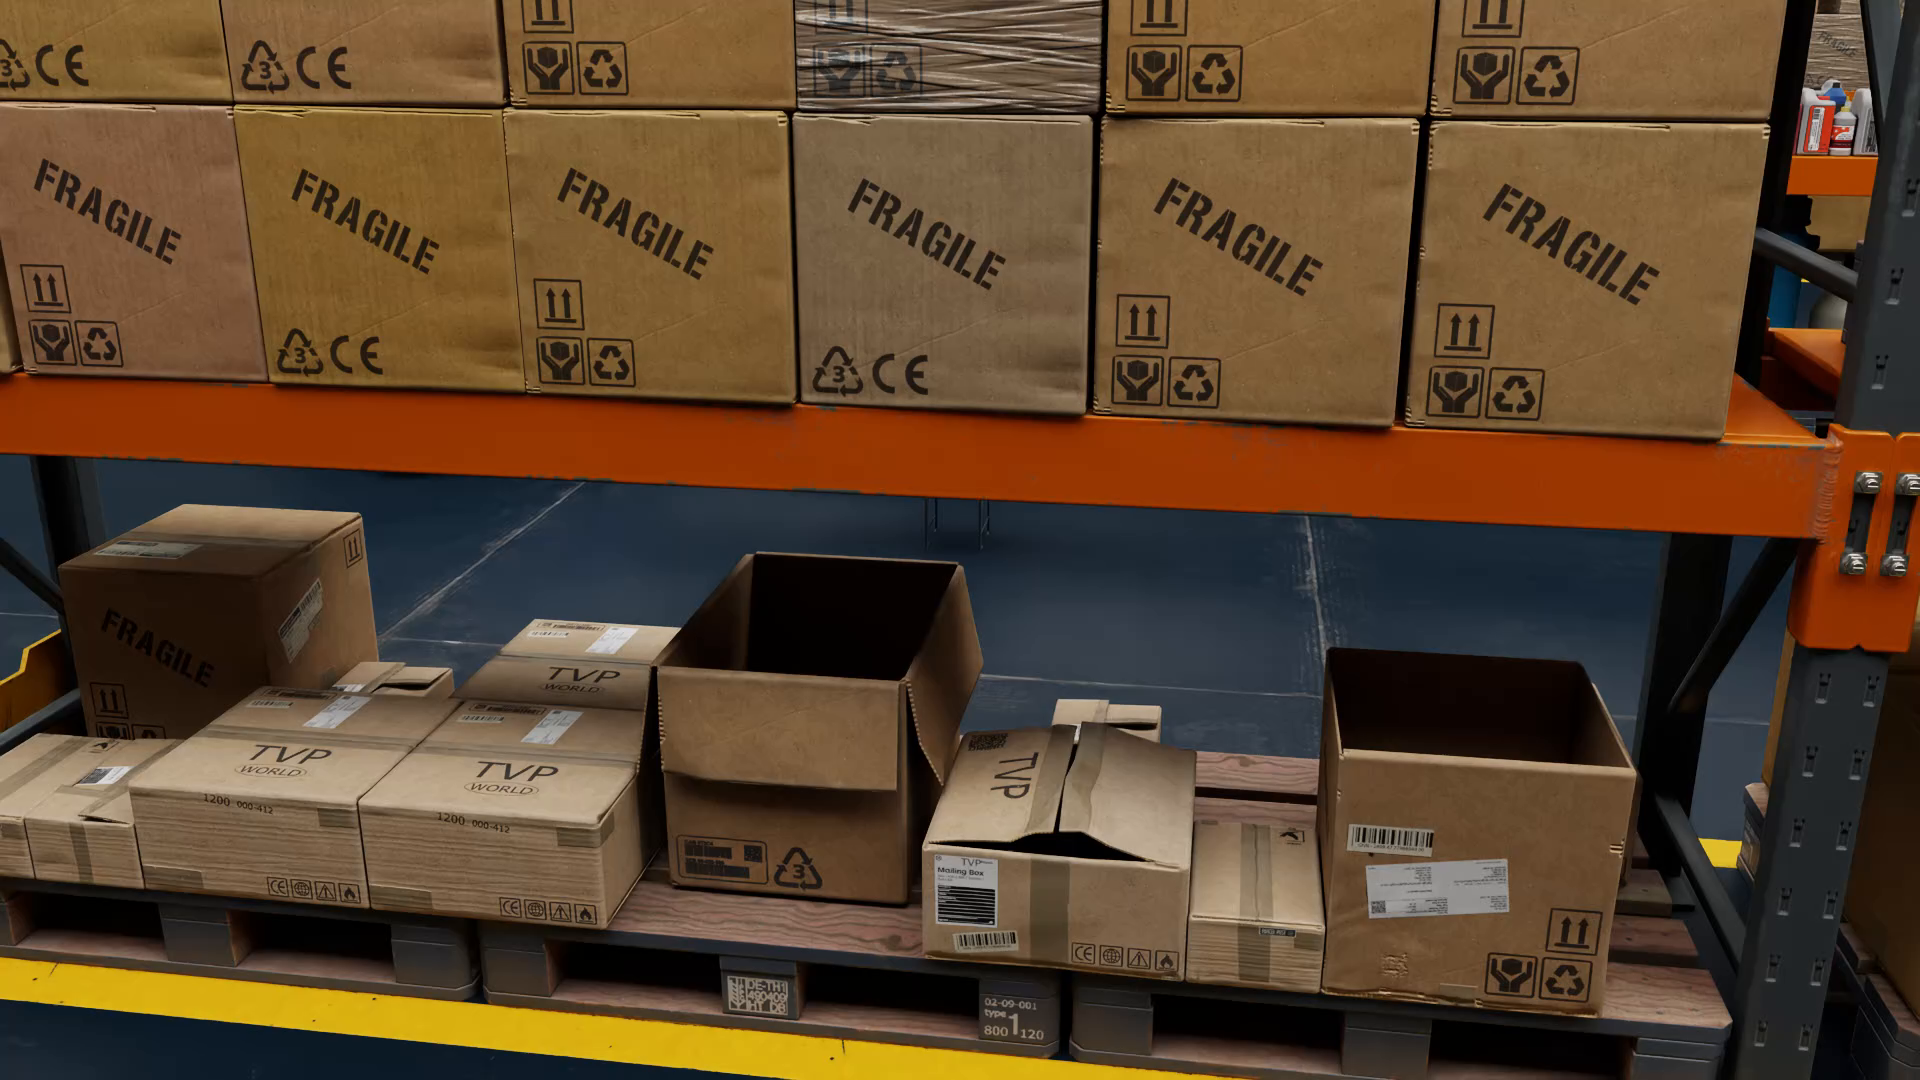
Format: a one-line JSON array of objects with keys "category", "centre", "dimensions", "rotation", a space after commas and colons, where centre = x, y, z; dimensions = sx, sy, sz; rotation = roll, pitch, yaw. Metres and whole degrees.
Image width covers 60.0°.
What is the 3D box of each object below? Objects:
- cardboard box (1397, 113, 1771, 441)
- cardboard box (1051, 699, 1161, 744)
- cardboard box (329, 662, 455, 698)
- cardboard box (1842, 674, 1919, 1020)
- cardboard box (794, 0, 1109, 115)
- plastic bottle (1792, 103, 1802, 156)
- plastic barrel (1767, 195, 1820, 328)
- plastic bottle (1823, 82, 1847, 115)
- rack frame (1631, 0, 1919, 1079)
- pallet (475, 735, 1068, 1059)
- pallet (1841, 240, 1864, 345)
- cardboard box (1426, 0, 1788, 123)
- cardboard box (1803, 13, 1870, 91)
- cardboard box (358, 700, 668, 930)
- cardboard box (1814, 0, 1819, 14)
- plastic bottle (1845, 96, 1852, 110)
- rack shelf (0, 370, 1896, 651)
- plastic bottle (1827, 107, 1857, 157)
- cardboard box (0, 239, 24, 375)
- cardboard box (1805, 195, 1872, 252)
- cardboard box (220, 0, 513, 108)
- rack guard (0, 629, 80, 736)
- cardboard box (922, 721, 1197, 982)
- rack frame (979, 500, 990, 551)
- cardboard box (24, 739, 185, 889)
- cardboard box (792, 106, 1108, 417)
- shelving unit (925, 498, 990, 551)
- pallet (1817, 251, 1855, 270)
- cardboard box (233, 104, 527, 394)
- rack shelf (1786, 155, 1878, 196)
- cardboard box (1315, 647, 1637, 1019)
[{"category": "cardboard box", "centre": [1.028, -0.486, 2.871], "dimensions": [0.500, 0.500, 0.500], "rotation": [3, 19, 10]}, {"category": "cardboard box", "centre": [0.326, 0.512, 3.818], "dimensions": [0.250, 0.166, 0.380], "rotation": [3, 19, 9]}, {"category": "cardboard box", "centre": [-1.426, 0.439, 4.037], "dimensions": [0.250, 0.166, 0.380], "rotation": [3, 19, 9]}, {"category": "cardboard box", "centre": [2.001, 0.584, 3.078], "dimensions": [0.500, 0.500, 0.500], "rotation": [2, 19, 6]}, {"category": "cardboard box", "centre": [0.018, -1.010, 2.861], "dimensions": [0.500, 0.500, 0.500], "rotation": [3, 19, 9]}, {"category": "plastic bottle", "centre": [3.523, -1.793, 7.119], "dimensions": [0.133, 0.283, 0.061], "rotation": [3, 19, 9]}, {"category": "plastic barrel", "centre": [3.585, -1.181, 7.751], "dimensions": [0.708, 0.901, 0.600], "rotation": [3, 19, 9]}, {"category": "plastic bottle", "centre": [4.011, -1.964, 7.647], "dimensions": [0.097, 0.271, 0.097], "rotation": [0, 18, 0]}, {"category": "rack frame", "centre": [1.562, -0.494, 3.052], "dimensions": [0.127, 3.000, 1.000], "rotation": [3, 19, 9]}, {"category": "pallet", "centre": [-0.324, 0.733, 3.780], "dimensions": [1.213, 0.211, 1.003], "rotation": [3, 19, 9]}, {"category": "pallet", "centre": [2.334, -0.328, 2.860], "dimensions": [1.213, 0.211, 1.003], "rotation": [3, 19, 9]}, {"category": "cardboard box", "centre": [1.022, -0.960, 2.711], "dimensions": [0.500, 0.500, 0.500], "rotation": [3, 19, 9]}, {"category": "cardboard box", "centre": [6.068, -3.417, 11.632], "dimensions": [0.500, 0.500, 0.500], "rotation": [3, 19, 8]}, {"category": "cardboard box", "centre": [-0.908, 0.567, 3.522], "dimensions": [0.500, 0.250, 0.500], "rotation": [3, 19, 9]}, {"category": "cardboard box", "centre": [5.724, -3.995, 11.776], "dimensions": [0.637, 0.503, 0.797], "rotation": [3, 19, 10]}, {"category": "plastic bottle", "centre": [4.131, -1.973, 7.786], "dimensions": [0.097, 0.201, 0.097], "rotation": [0, 18, 0]}, {"category": "rack shelf", "centre": [-0.413, -0.253, 3.467], "dimensions": [4.000, 0.370, 1.077], "rotation": [3, 19, 9]}, {"category": "plastic bottle", "centre": [3.772, -1.748, 7.112], "dimensions": [0.097, 0.201, 0.097], "rotation": [0, 18, 0]}, {"category": "cardboard box", "centre": [-1.991, -0.638, 3.324], "dimensions": [0.500, 0.500, 0.500], "rotation": [3, 19, 10]}, {"category": "cardboard box", "centre": [6.408, -2.629, 12.119], "dimensions": [0.875, 0.875, 1.225], "rotation": [2, 19, 6]}, {"category": "cardboard box", "centre": [-0.981, -1.061, 3.014], "dimensions": [0.500, 0.500, 0.500], "rotation": [3, 19, 9]}, {"category": "rack guard", "centre": [-2.312, 0.494, 4.039], "dimensions": [0.348, 0.500, 1.175], "rotation": [3, 19, 9]}, {"category": "cardboard box", "centre": [0.214, 0.595, 3.341], "dimensions": [0.500, 0.311, 0.500], "rotation": [3, 19, 9]}, {"category": "rack frame", "centre": [0.092, -0.422, 6.146], "dimensions": [0.006, 0.900, 0.240], "rotation": [3, 19, 9]}, {"category": "cardboard box", "centre": [-1.782, 0.581, 3.611], "dimensions": [0.250, 0.166, 0.380], "rotation": [3, 19, 9]}, {"category": "cardboard box", "centre": [0.011, -0.537, 3.022], "dimensions": [0.500, 0.500, 0.500], "rotation": [3, 19, 10]}, {"category": "shelving unit", "centre": [-0.008, -0.427, 6.162], "dimensions": [0.210, 0.900, 0.258], "rotation": [3, 19, 9]}, {"category": "pallet", "centre": [6.320, -2.137, 12.357], "dimensions": [1.213, 0.211, 1.003], "rotation": [3, 19, 9]}, {"category": "cardboard box", "centre": [-0.986, -0.587, 3.173], "dimensions": [0.500, 0.500, 0.500], "rotation": [3, 19, 8]}, {"category": "rack shelf", "centre": [4.326, -1.604, 7.502], "dimensions": [4.000, 0.370, 1.077], "rotation": [3, 19, 9]}, {"category": "cardboard box", "centre": [0.954, 0.543, 3.199], "dimensions": [0.500, 0.500, 0.500], "rotation": [3, 19, 9]}]
